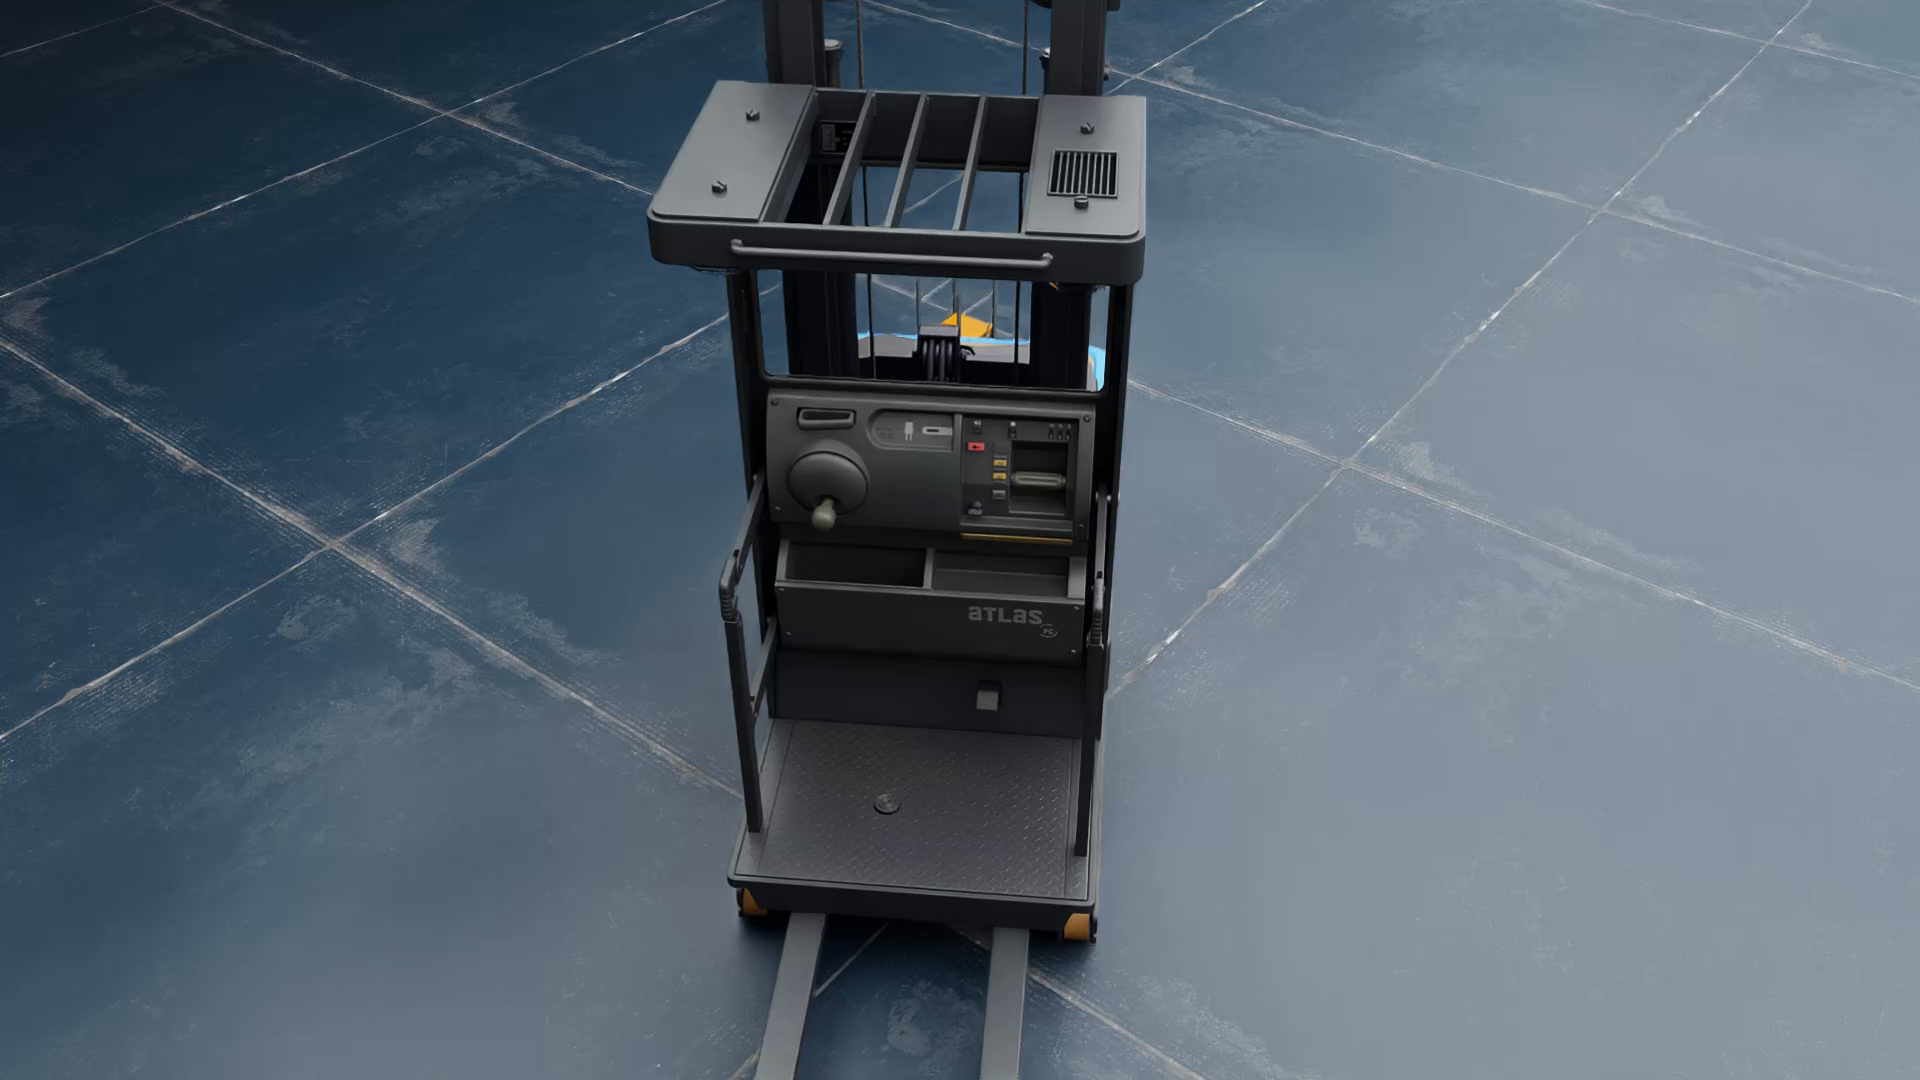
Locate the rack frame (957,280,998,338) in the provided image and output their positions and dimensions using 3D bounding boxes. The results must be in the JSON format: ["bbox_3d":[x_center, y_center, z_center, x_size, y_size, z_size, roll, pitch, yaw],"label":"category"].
[{"bbox_3d":[0.063,-0.461,6.366,0.006,1.200,0.240,25,44,28],"label":"rack frame"}]

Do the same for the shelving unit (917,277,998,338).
[{"bbox_3d":[-0.010,-0.495,6.409,0.189,1.200,0.258,25,44,28],"label":"shelving unit"}]

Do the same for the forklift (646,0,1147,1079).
[{"bbox_3d":[-0.105,-0.135,4.545,1.130,2.935,3.031,3,38,4],"label":"forklift"}]

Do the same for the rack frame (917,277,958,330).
[{"bbox_3d":[-0.083,-0.529,6.452,0.006,1.200,0.240,25,44,28],"label":"rack frame"}]

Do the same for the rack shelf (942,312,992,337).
[{"bbox_3d":[-0.010,-0.744,6.215,0.180,0.103,0.258,25,44,28],"label":"rack shelf"}]
